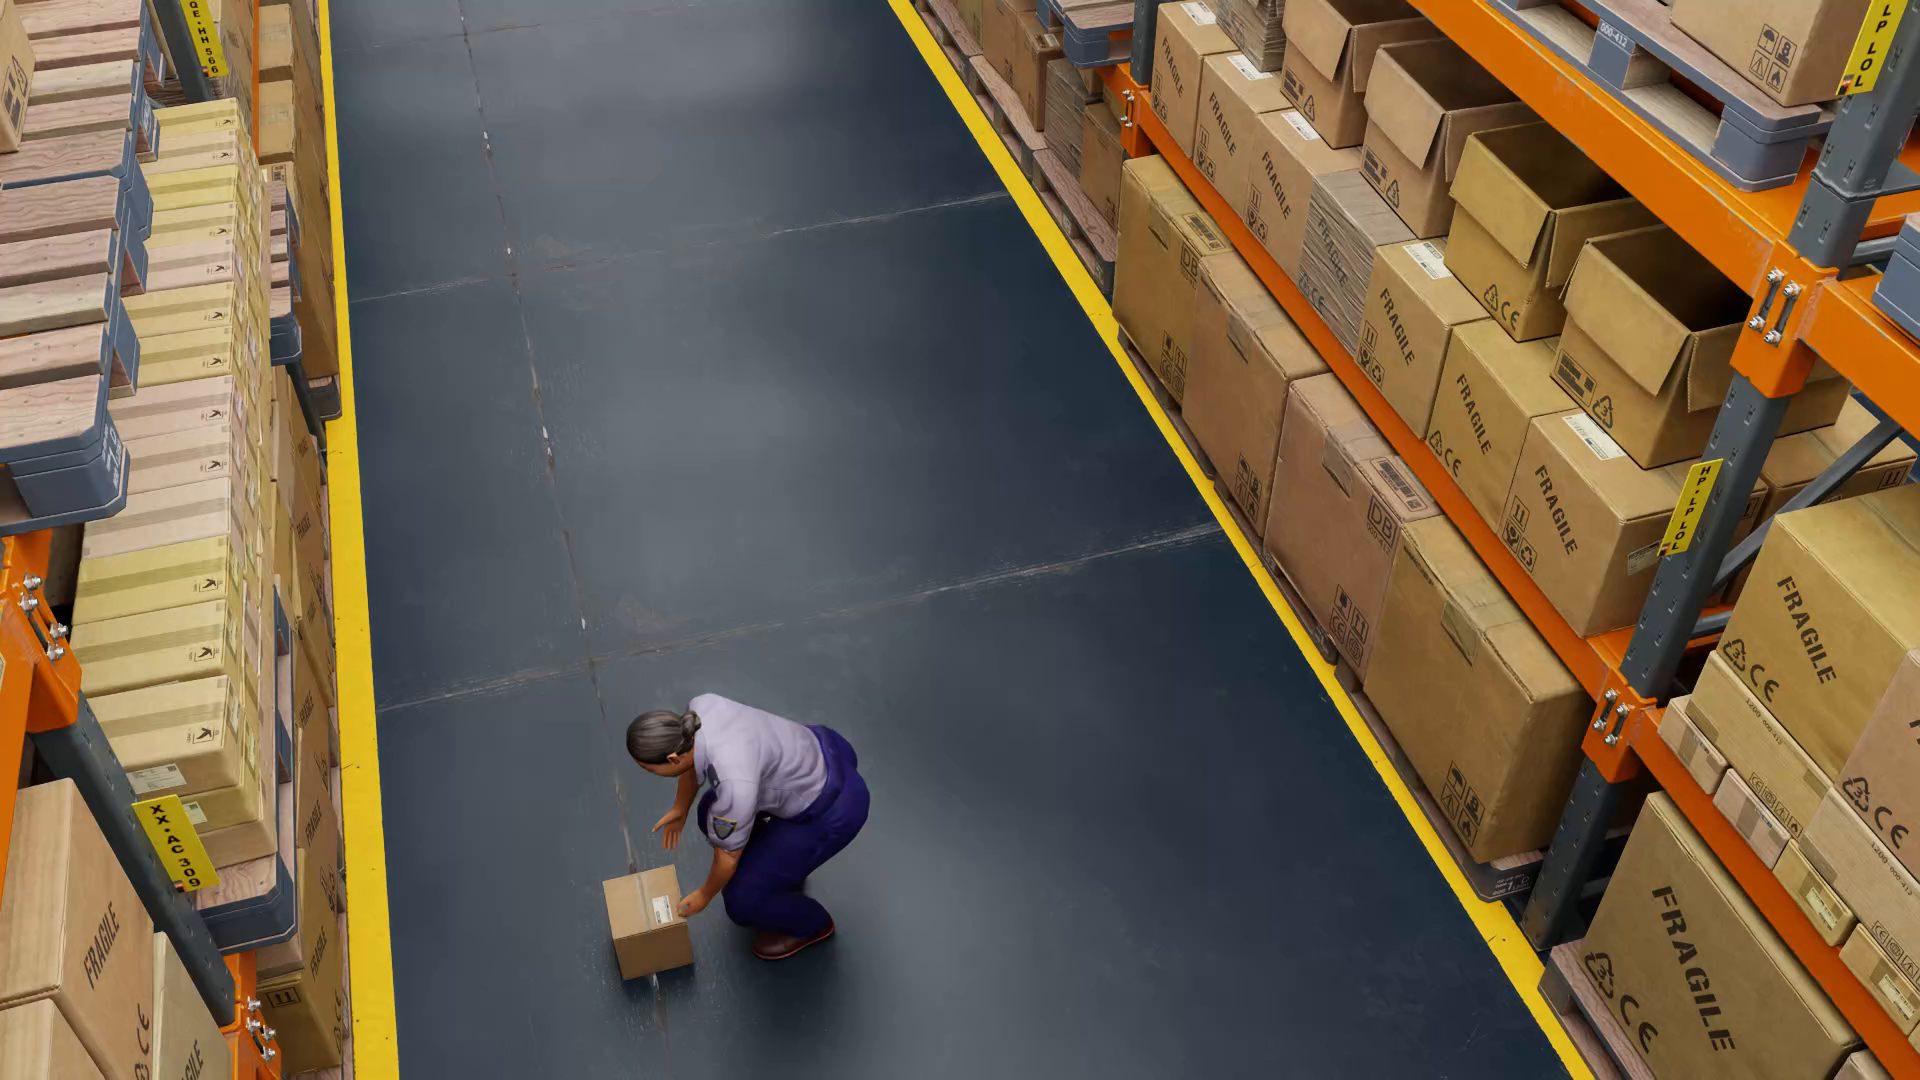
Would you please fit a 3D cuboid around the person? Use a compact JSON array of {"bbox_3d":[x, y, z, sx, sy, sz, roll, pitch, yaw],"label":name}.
[{"bbox_3d":[-0.668,0.921,5.514,0.741,1.185,0.536,-12,44,-13],"label":"person"}]
